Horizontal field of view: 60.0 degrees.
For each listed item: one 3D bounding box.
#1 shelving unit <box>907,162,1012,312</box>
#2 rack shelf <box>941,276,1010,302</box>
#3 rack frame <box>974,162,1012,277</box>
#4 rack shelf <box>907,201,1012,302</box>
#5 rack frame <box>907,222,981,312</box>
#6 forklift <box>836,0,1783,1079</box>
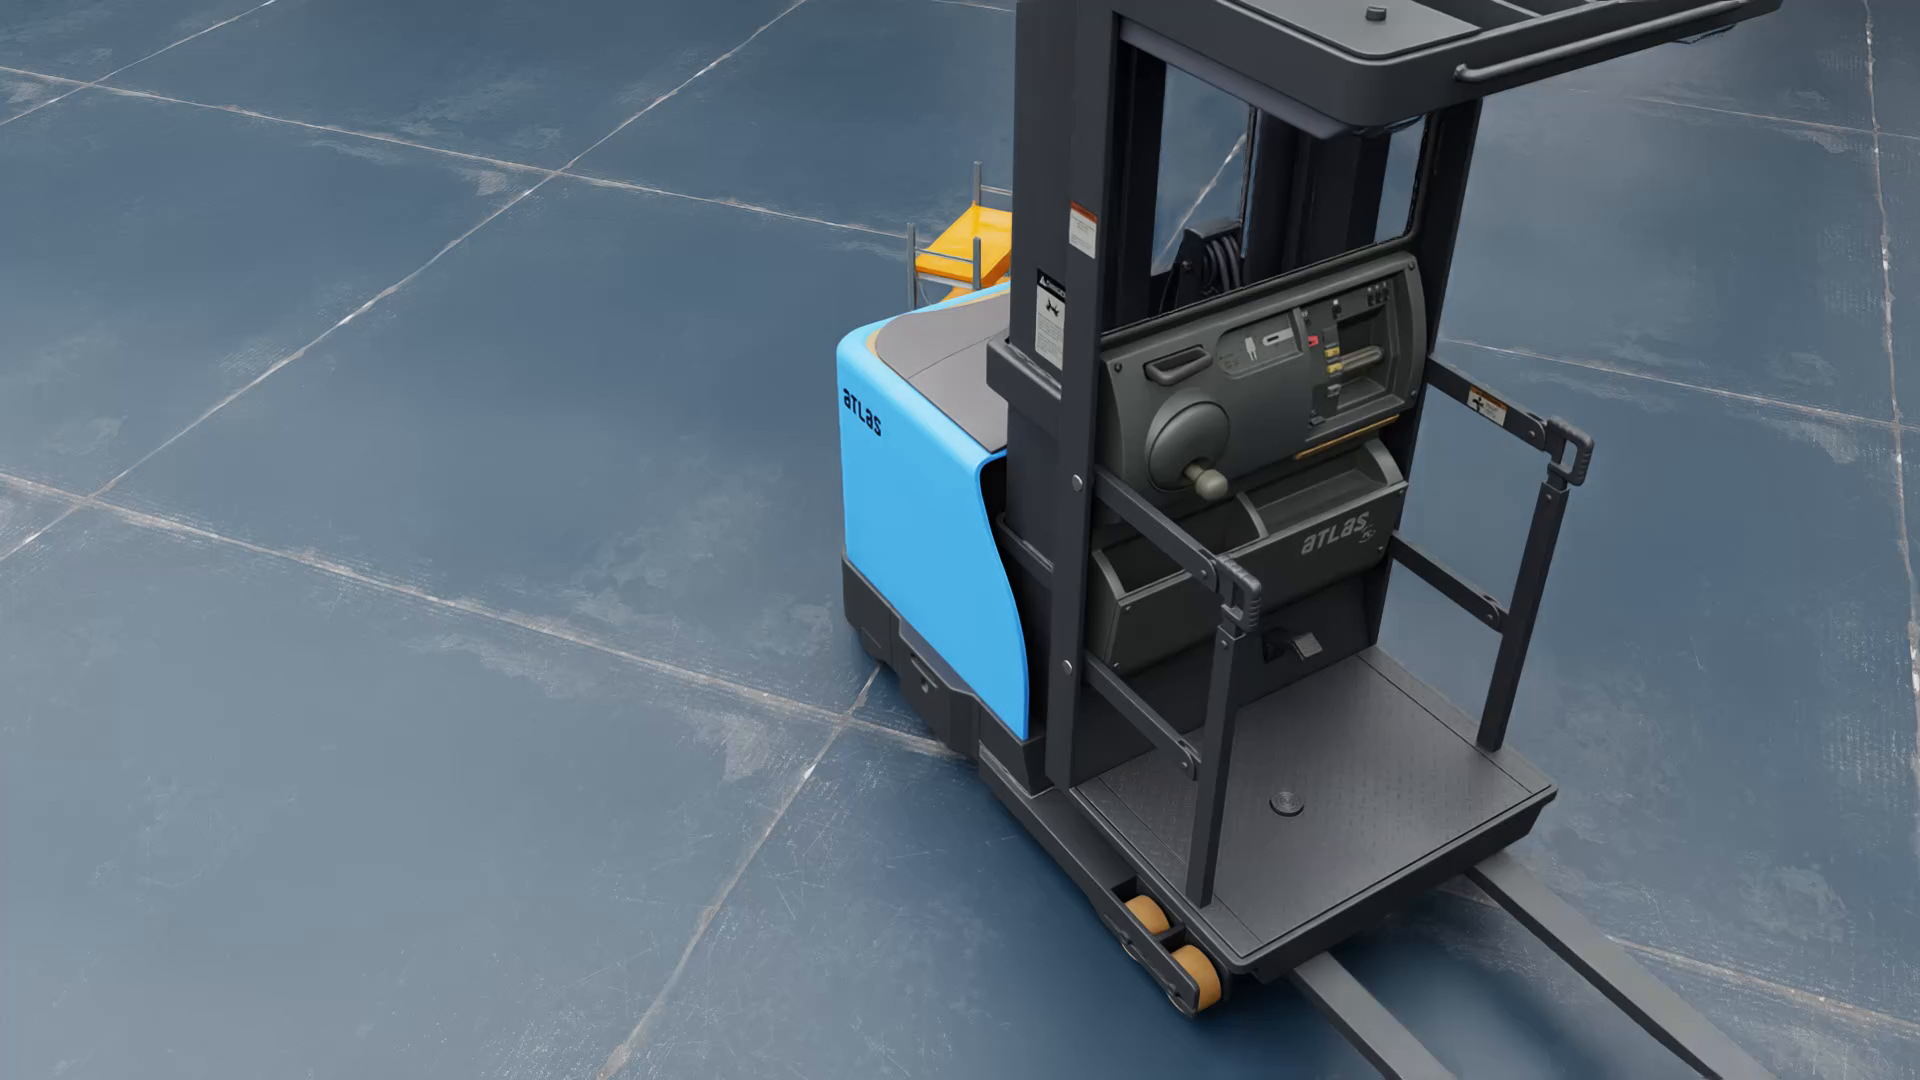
[{"bbox_3d":[0.054,-0.579,5.522,0.258,1.200,0.503,16,40,20],"label":"shelving unit"},{"bbox_3d":[0.054,-0.704,5.429,0.258,0.148,0.480,16,40,20],"label":"rack shelf"},{"bbox_3d":[0.157,-0.711,5.700,0.240,1.200,0.015,16,40,20],"label":"rack frame"},{"bbox_3d":[0.054,-0.894,5.287,0.258,0.148,0.480,16,40,20],"label":"rack shelf"},{"bbox_3d":[-0.049,-0.447,5.345,0.240,1.200,0.015,16,40,20],"label":"rack frame"},{"bbox_3d":[0.845,-0.316,3.724,1.130,2.935,3.031,-21,42,-26],"label":"forklift"}]
